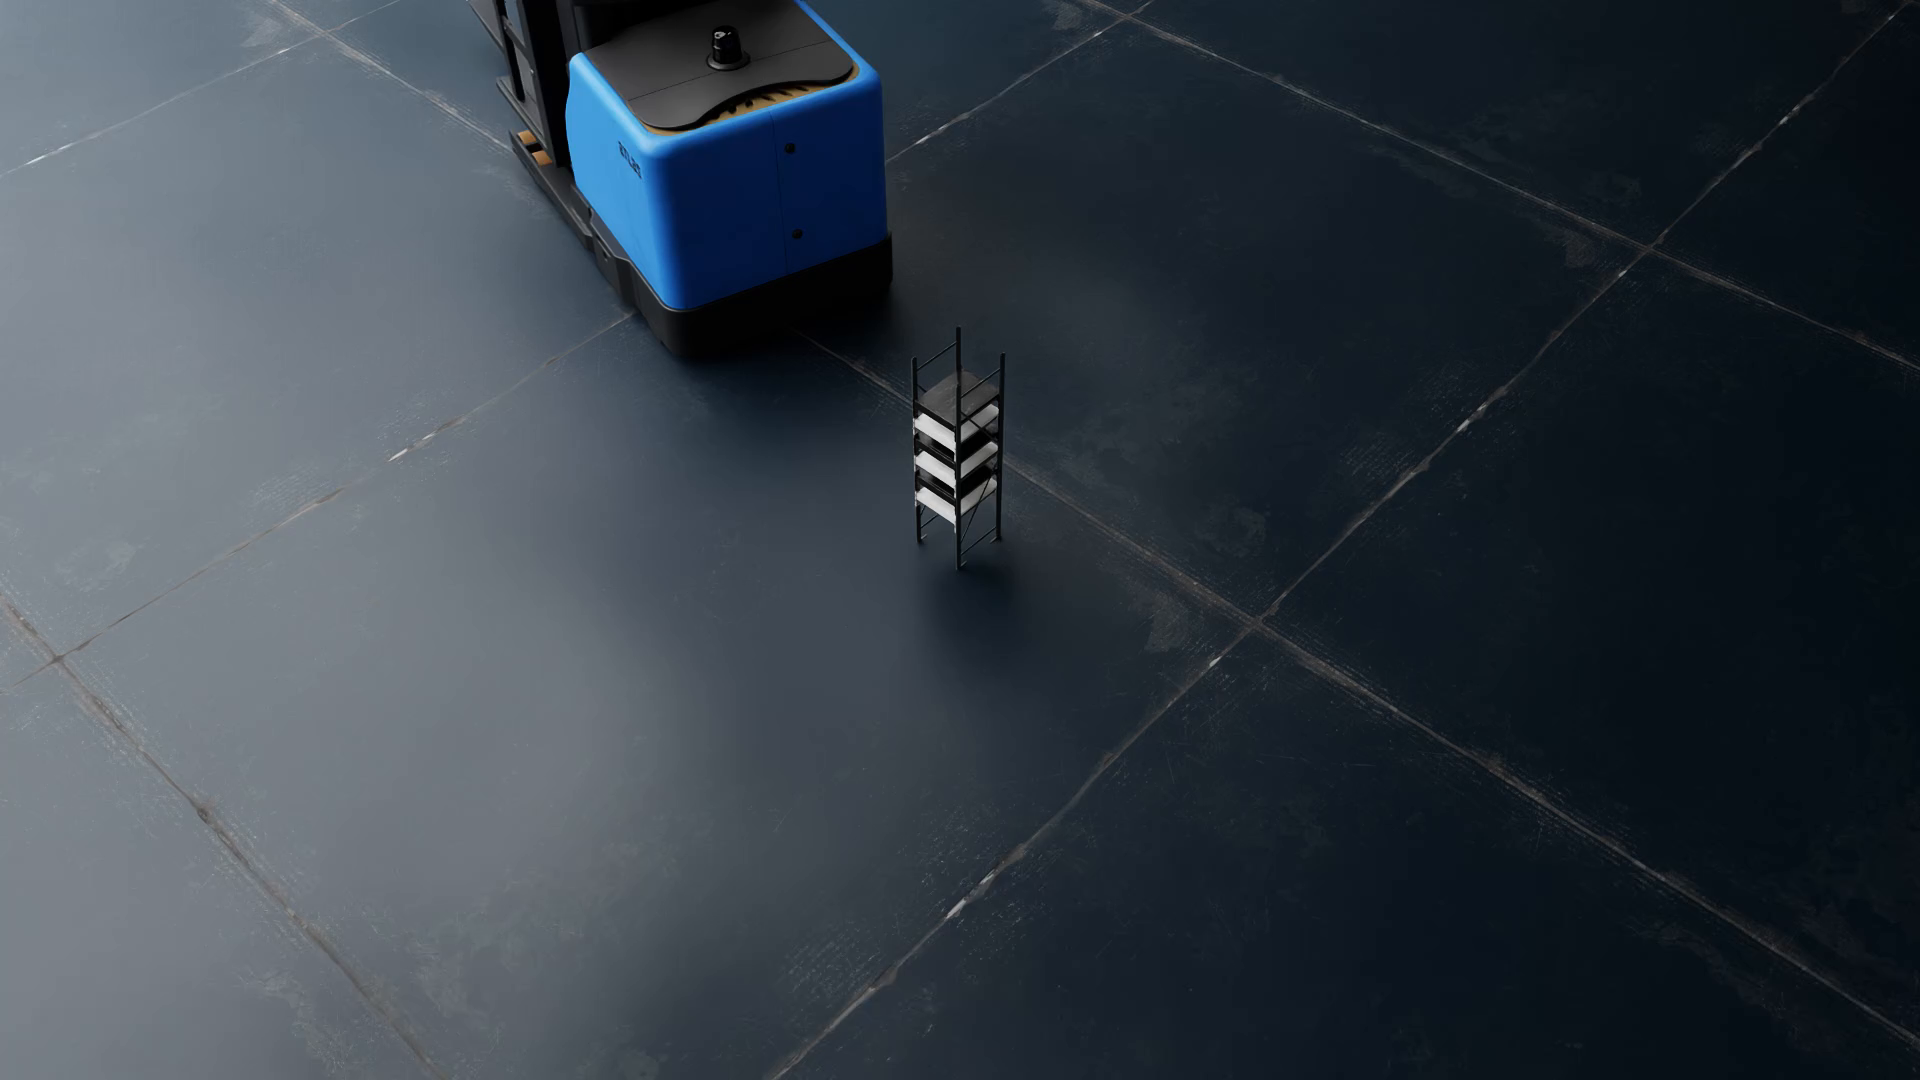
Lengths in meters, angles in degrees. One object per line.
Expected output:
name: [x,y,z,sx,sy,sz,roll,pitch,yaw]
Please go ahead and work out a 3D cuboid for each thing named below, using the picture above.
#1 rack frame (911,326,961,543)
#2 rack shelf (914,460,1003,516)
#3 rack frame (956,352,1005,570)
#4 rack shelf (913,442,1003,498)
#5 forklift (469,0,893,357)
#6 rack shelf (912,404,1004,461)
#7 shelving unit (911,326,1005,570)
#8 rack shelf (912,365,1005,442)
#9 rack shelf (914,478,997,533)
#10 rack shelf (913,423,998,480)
rack frame: [-0.081,-0.362,5.973,0.006,0.900,0.240,34,55,28]
rack shelf: [-0.006,-0.228,6.016,0.200,0.077,0.258,34,55,28]
rack frame: [0.069,-0.262,5.879,0.006,0.900,0.240,34,55,28]
rack shelf: [-0.006,-0.289,5.950,0.200,0.077,0.258,34,55,28]
forklift: [-1.474,-2.822,6.889,1.130,2.935,3.031,-23,51,-20]
rack shelf: [-0.006,-0.412,5.819,0.200,0.077,0.258,34,55,28]
shelving unit: [-0.006,-0.312,5.926,0.210,0.900,0.258,34,55,28]
rack shelf: [-0.006,-0.474,5.753,0.200,0.077,0.258,34,55,28]
rack shelf: [-0.006,-0.166,6.081,0.200,0.077,0.258,34,55,28]
rack shelf: [-0.006,-0.351,5.884,0.200,0.077,0.258,34,55,28]
